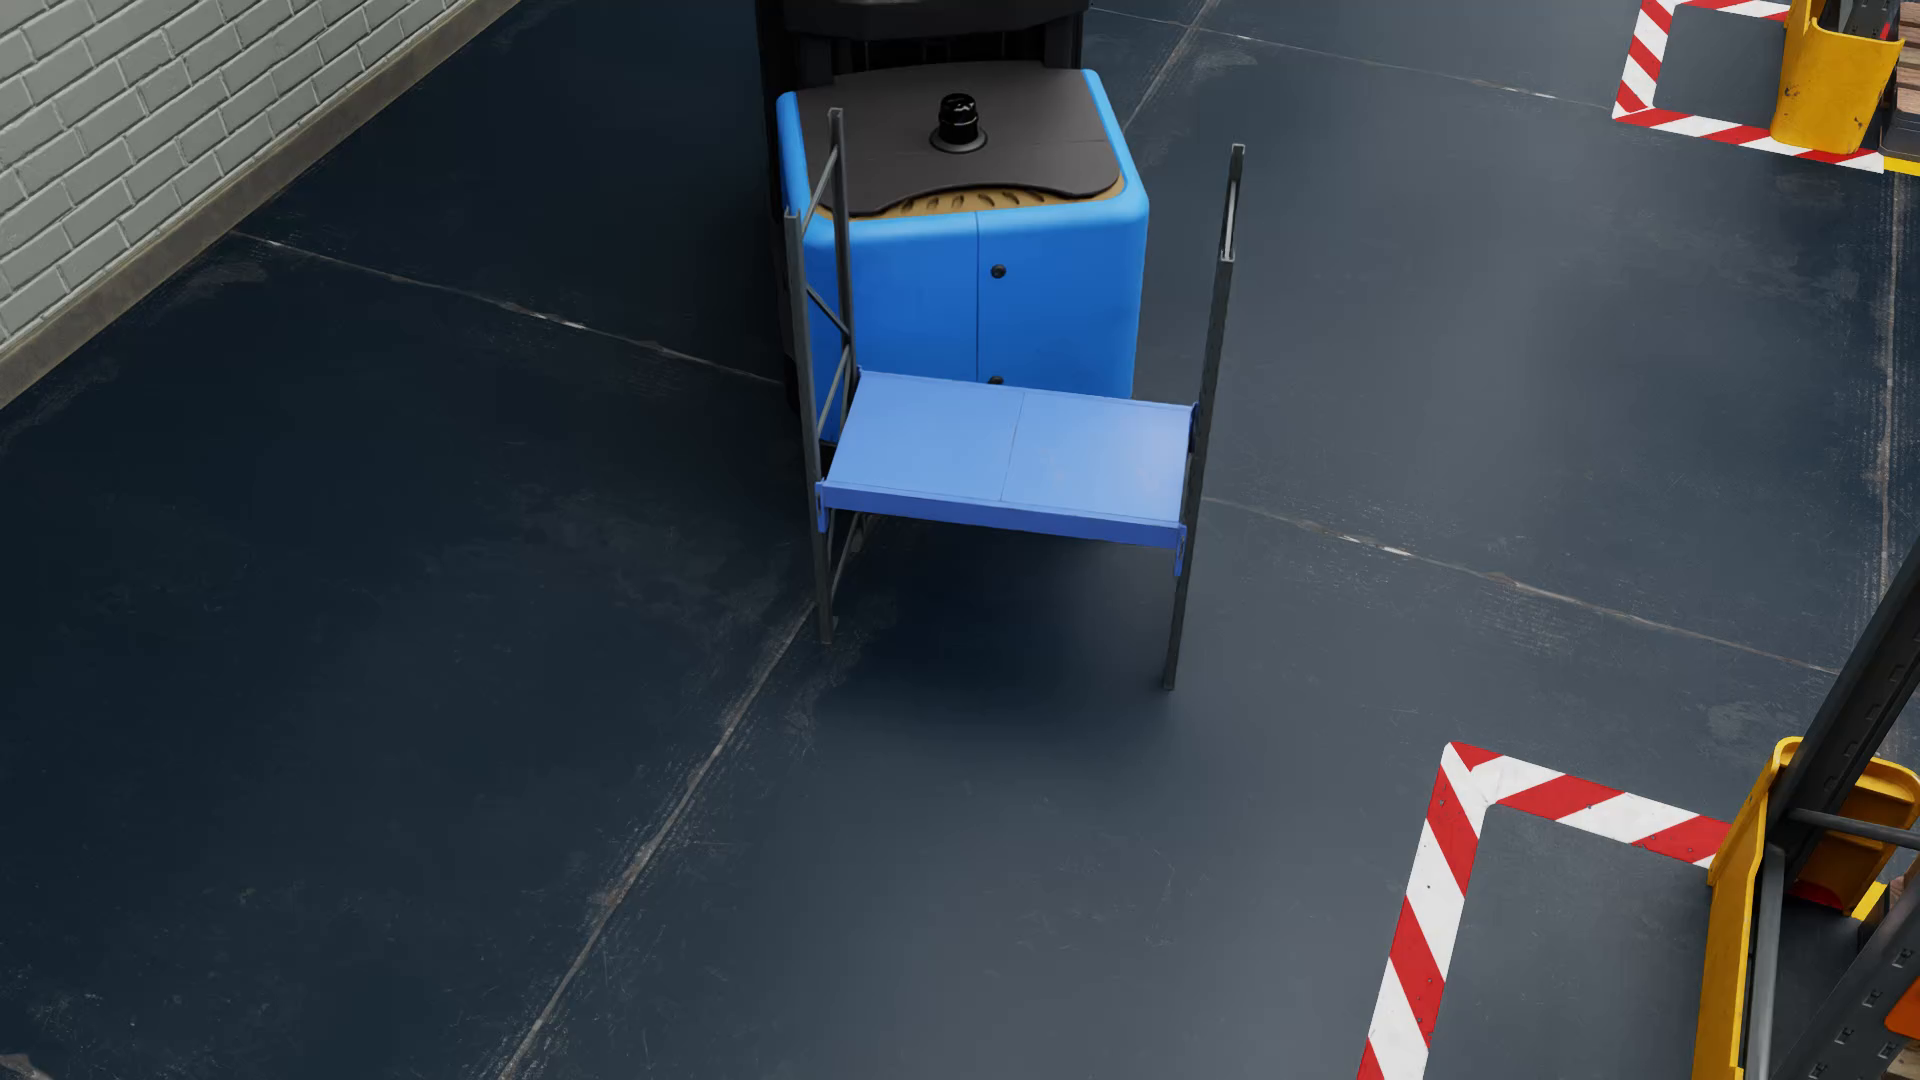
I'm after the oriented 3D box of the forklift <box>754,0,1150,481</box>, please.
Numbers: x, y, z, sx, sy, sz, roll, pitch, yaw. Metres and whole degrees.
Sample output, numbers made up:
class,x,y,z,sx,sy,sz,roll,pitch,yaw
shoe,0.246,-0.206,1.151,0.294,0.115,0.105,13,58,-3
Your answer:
class,x,y,z,sx,sy,sz,roll,pitch,yaw
forklift,-0.169,-2.207,5.390,1.130,2.935,3.031,-6,45,-6

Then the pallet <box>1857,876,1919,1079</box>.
class,x,y,z,sx,sy,sz,roll,pitch,yaw
pallet,2.671,1.389,3.705,1.213,0.211,1.003,16,47,16

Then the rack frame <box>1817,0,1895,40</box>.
class,x,y,z,sx,sy,sz,roll,pitch,yaw
rack frame,3.775,-3.060,6.199,0.127,3.000,1.000,16,47,16

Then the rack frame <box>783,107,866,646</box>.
class,x,y,z,sx,sy,sz,roll,pitch,yaw
rack frame,-0.356,-0.394,4.582,0.032,1.500,0.500,7,45,7

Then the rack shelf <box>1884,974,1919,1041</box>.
class,x,y,z,sx,sy,sz,roll,pitch,yaw
rack shelf,3.710,0.962,2.667,4.000,0.370,1.077,16,47,16

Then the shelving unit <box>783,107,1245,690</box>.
class,x,y,z,sx,sy,sz,roll,pitch,yaw
shelving unit,0.145,-0.333,4.521,1.048,1.500,0.538,7,45,7

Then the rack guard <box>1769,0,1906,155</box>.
class,x,y,z,sx,sy,sz,roll,pitch,yaw
rack guard,3.748,-2.172,7.078,0.348,0.500,1.175,16,47,16

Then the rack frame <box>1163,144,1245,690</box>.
class,x,y,z,sx,sy,sz,roll,pitch,yaw
rack frame,0.646,-0.272,4.460,0.032,1.500,0.500,7,45,7

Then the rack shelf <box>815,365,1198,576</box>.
class,x,y,z,sx,sy,sz,roll,pitch,yaw
rack shelf,0.145,-0.205,4.648,1.000,0.185,0.538,7,45,7

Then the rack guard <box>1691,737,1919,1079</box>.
class,x,y,z,sx,sy,sz,roll,pitch,yaw
rack guard,1.934,1.070,3.820,0.348,0.500,1.175,16,47,16

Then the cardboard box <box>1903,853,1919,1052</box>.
class,x,y,z,sx,sy,sz,roll,pitch,yaw
cardboard box,2.461,0.881,3.698,0.500,0.500,0.500,16,47,16

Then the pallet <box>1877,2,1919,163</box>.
class,x,y,z,sx,sy,sz,roll,pitch,yaw
pallet,4.521,-1.822,6.932,1.213,0.211,1.003,16,47,16

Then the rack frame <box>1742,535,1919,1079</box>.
class,x,y,z,sx,sy,sz,roll,pitch,yaw
rack frame,1.864,0.163,2.959,0.127,3.000,1.000,16,47,16
